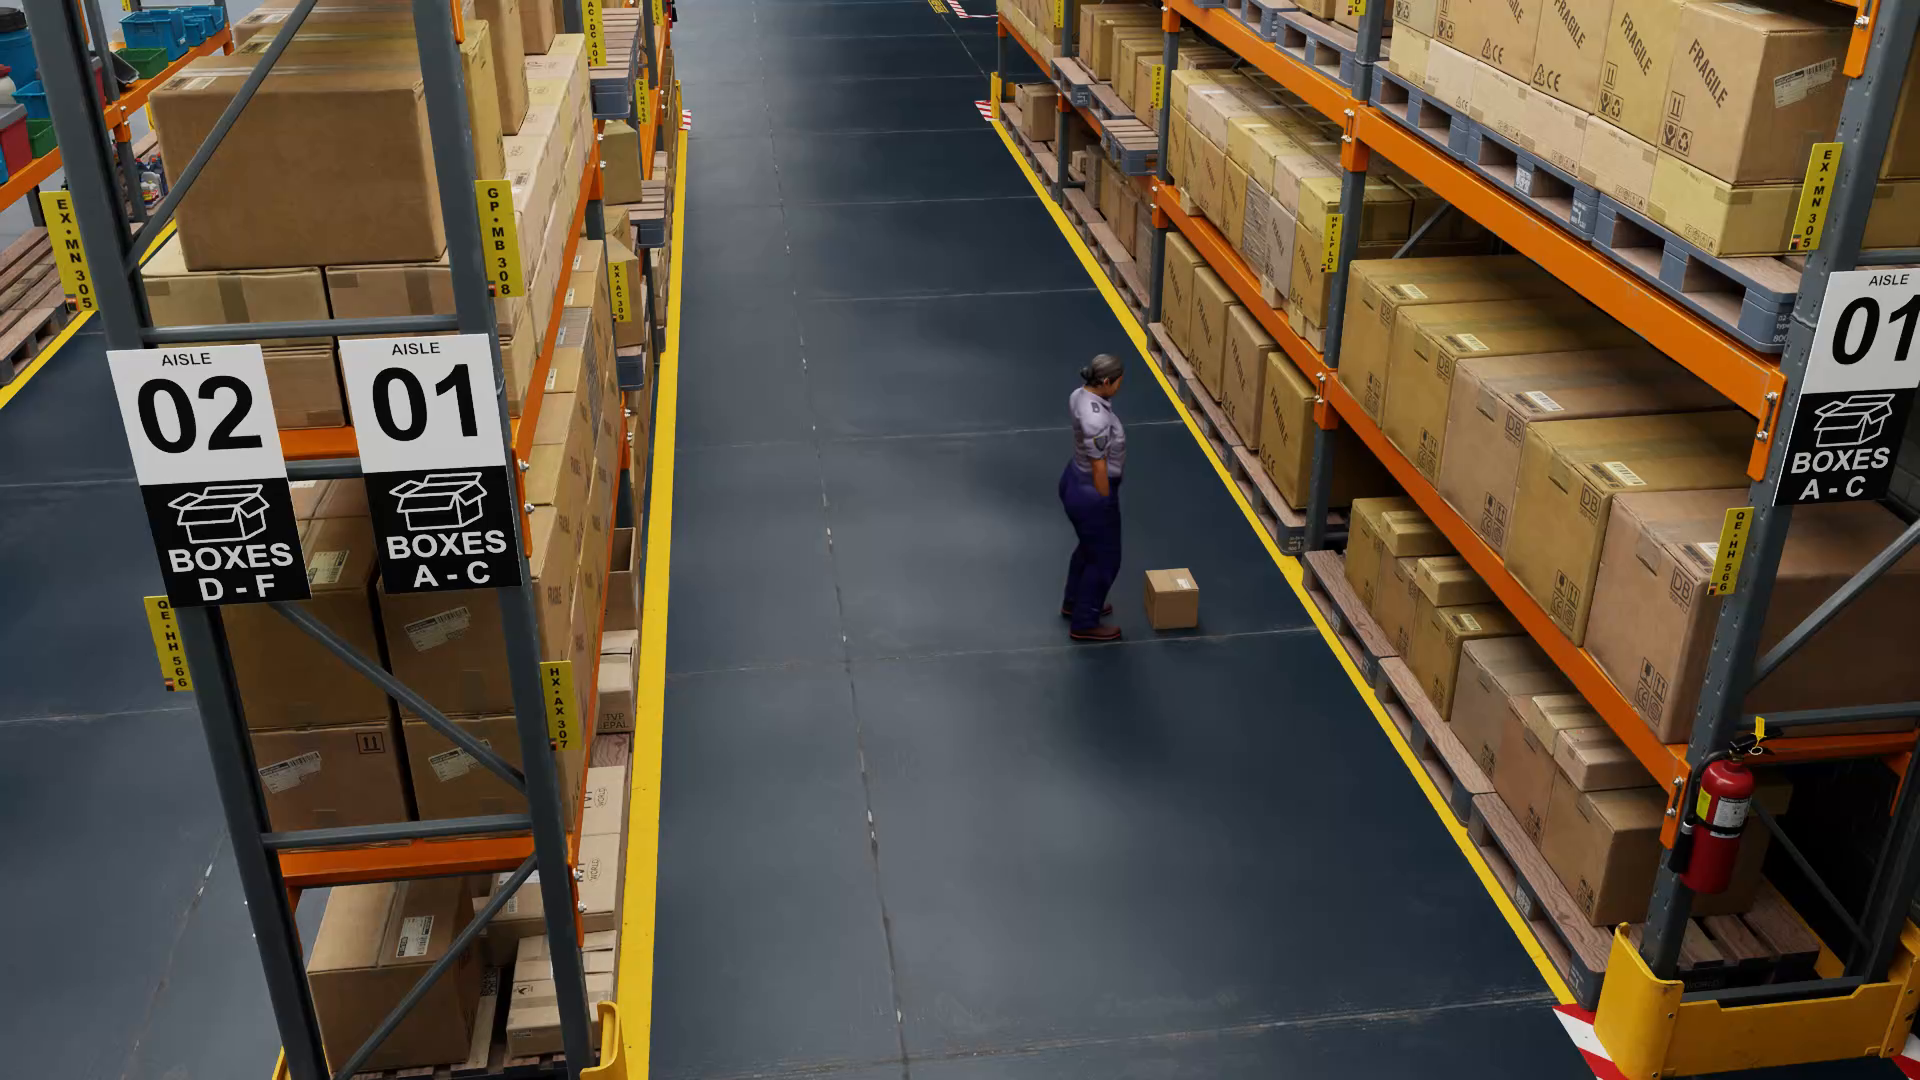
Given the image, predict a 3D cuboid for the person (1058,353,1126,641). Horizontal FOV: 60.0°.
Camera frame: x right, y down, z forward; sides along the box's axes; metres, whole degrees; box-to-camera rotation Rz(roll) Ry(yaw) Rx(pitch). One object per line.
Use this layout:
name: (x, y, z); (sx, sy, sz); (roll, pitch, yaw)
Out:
person: (0.723, -0.252, 9.147); (0.347, 1.634, 0.480); (-3, 27, -6)
